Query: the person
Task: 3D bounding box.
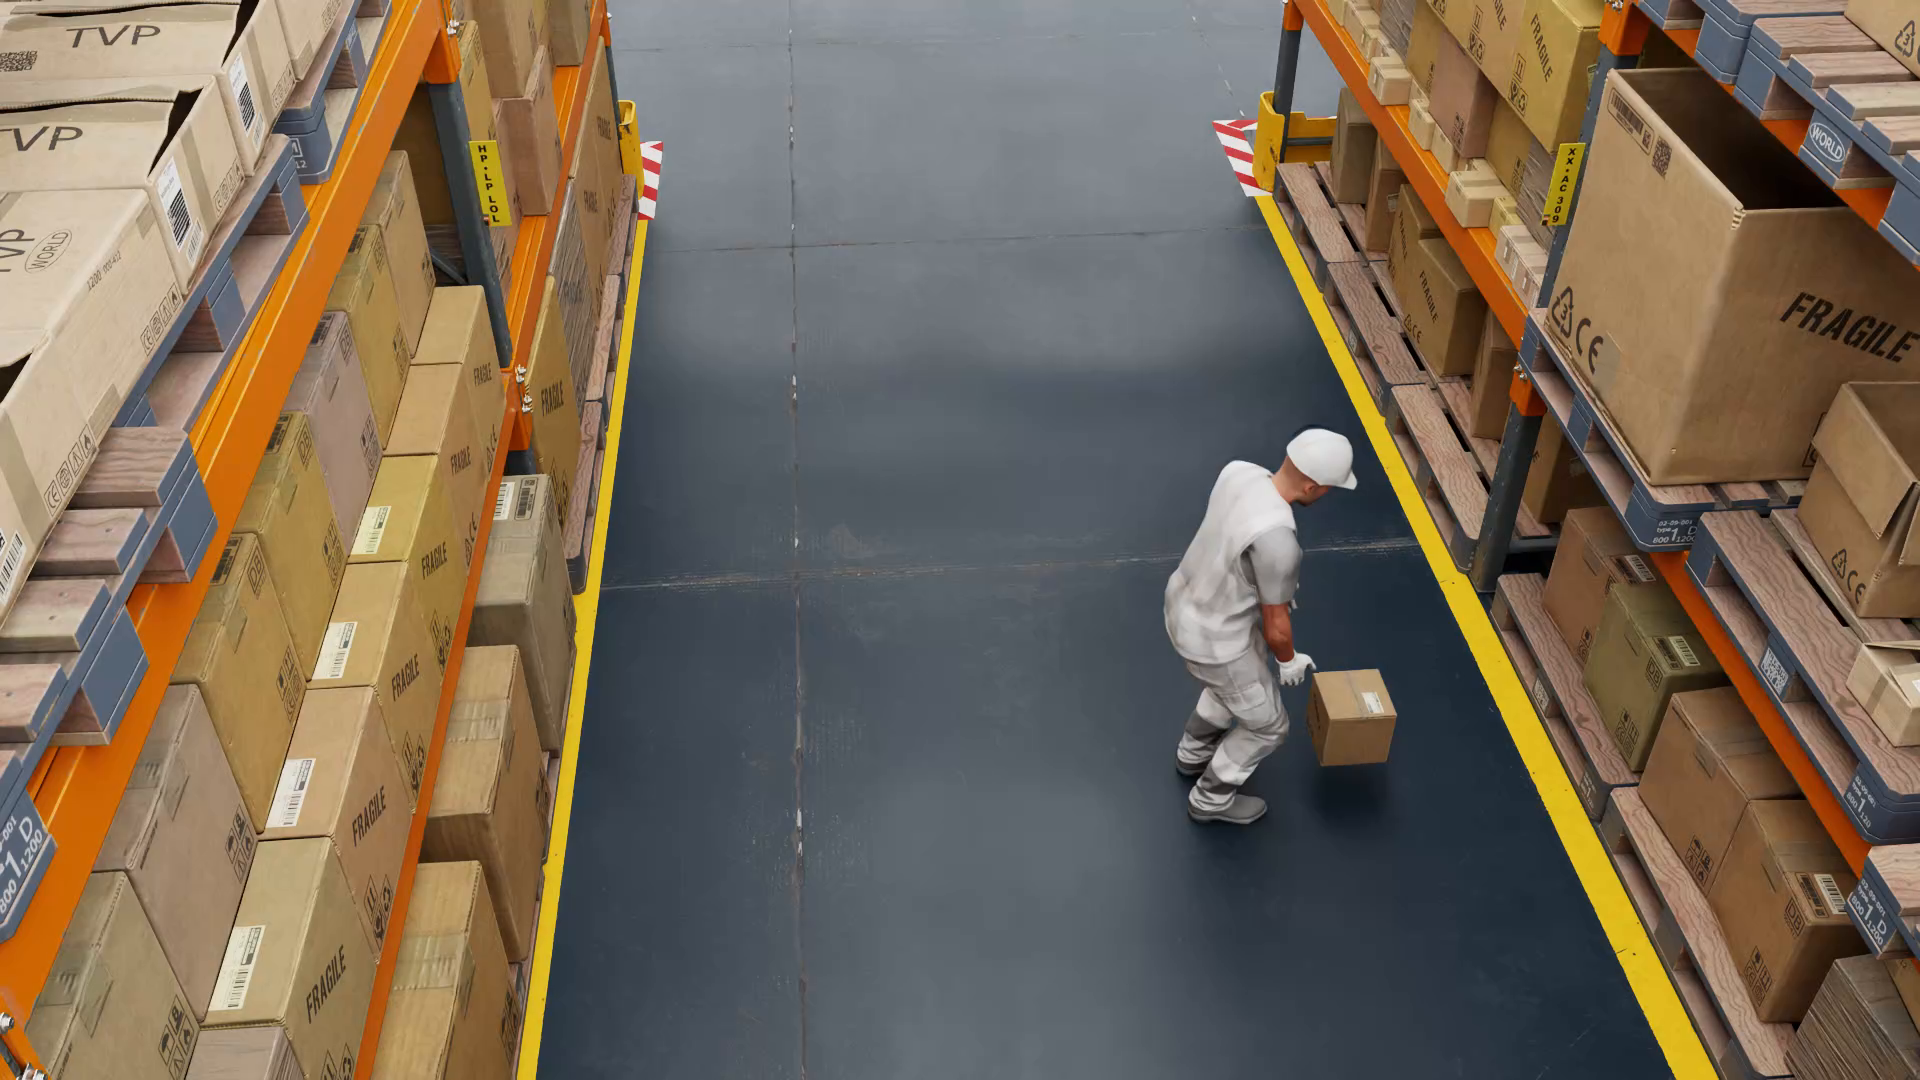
[{"bbox_3d":[1.021,0.294,5.900,0.602,1.627,0.568,-3,39,-3],"label":"person"}]
